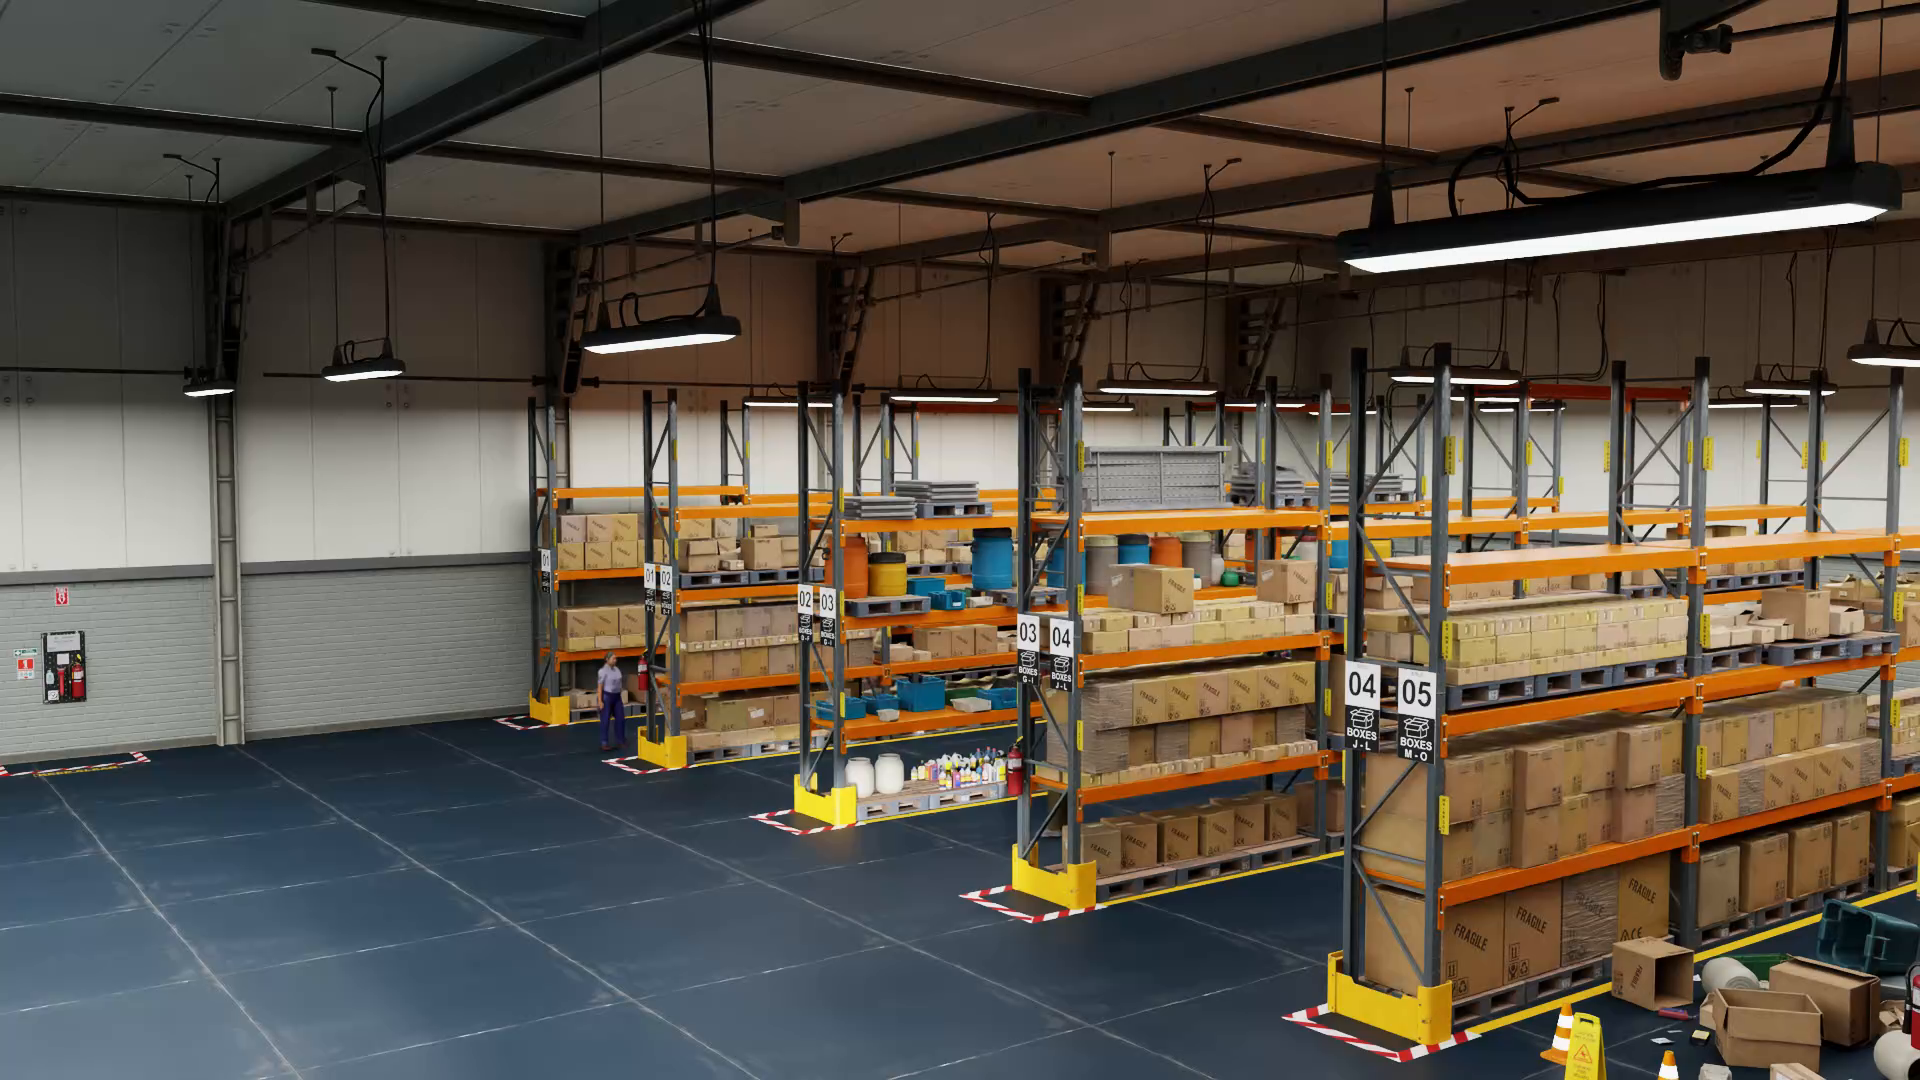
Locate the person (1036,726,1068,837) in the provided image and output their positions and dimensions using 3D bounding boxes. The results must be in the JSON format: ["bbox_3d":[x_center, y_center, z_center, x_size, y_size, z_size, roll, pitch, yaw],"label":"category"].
[{"bbox_3d":[1.268,2.975,21.832,0.417,1.787,0.614,2,4,30],"label":"person"}]

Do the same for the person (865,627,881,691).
[{"bbox_3d":[-1.677,2.379,33.014,0.473,1.680,0.576,3,4,39],"label":"person"}]

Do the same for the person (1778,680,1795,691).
[{"bbox_3d":[11.746,2.874,23.721,0.521,1.786,0.582,1,3,10],"label":"person"}]

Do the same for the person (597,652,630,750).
[{"bbox_3d":[-5.850,2.718,27.913,0.435,1.688,0.534,2,4,32],"label":"person"}]
